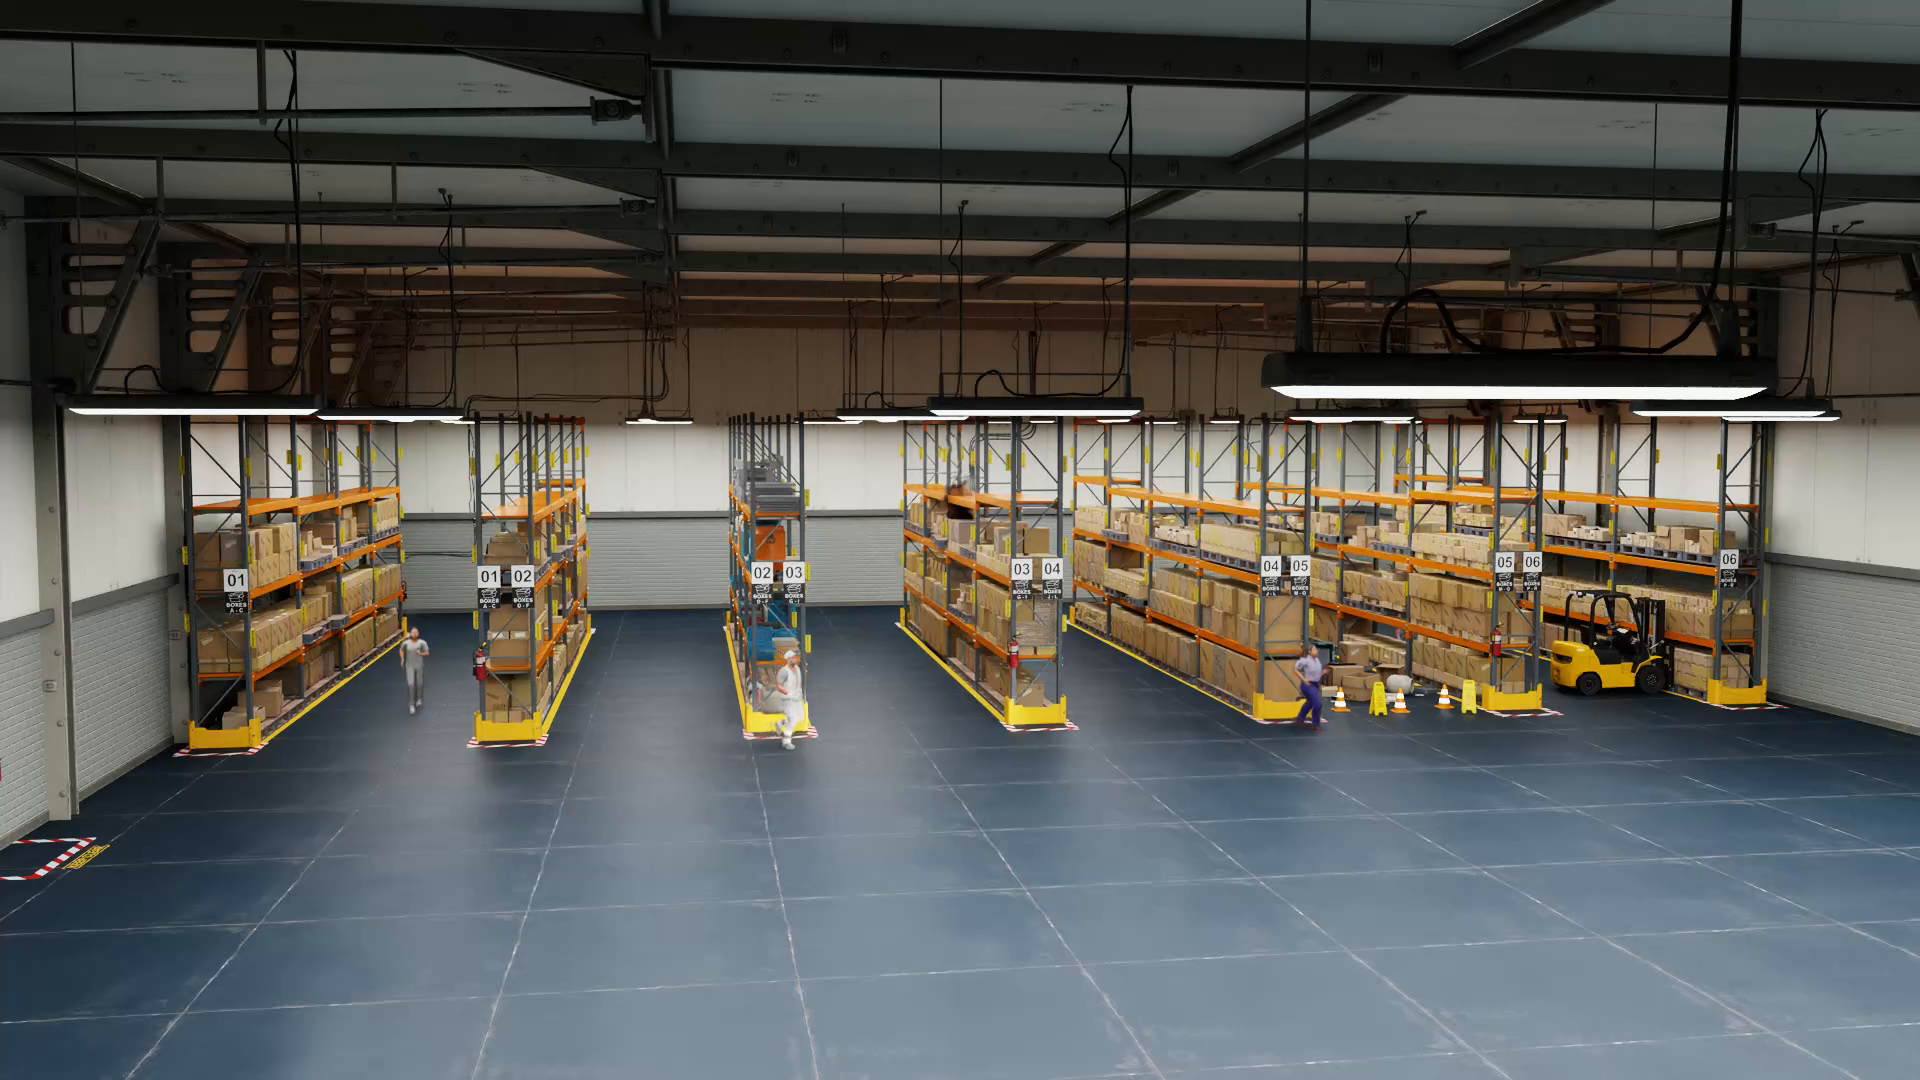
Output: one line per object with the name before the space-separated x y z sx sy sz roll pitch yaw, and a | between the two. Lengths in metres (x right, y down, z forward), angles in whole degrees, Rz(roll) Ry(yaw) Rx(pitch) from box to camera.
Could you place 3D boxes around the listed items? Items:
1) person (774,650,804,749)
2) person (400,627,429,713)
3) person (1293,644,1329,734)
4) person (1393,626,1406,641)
person | -3.055 2.837 29.724 0.671 1.750 0.684 3 5 33
person | -10.993 2.583 33.522 0.549 1.678 0.940 -1 4 -18
person | 6.563 2.797 31.204 0.715 1.703 0.603 3 5 38
person | 11.589 1.939 43.620 0.600 1.712 0.687 -1 4 -11
